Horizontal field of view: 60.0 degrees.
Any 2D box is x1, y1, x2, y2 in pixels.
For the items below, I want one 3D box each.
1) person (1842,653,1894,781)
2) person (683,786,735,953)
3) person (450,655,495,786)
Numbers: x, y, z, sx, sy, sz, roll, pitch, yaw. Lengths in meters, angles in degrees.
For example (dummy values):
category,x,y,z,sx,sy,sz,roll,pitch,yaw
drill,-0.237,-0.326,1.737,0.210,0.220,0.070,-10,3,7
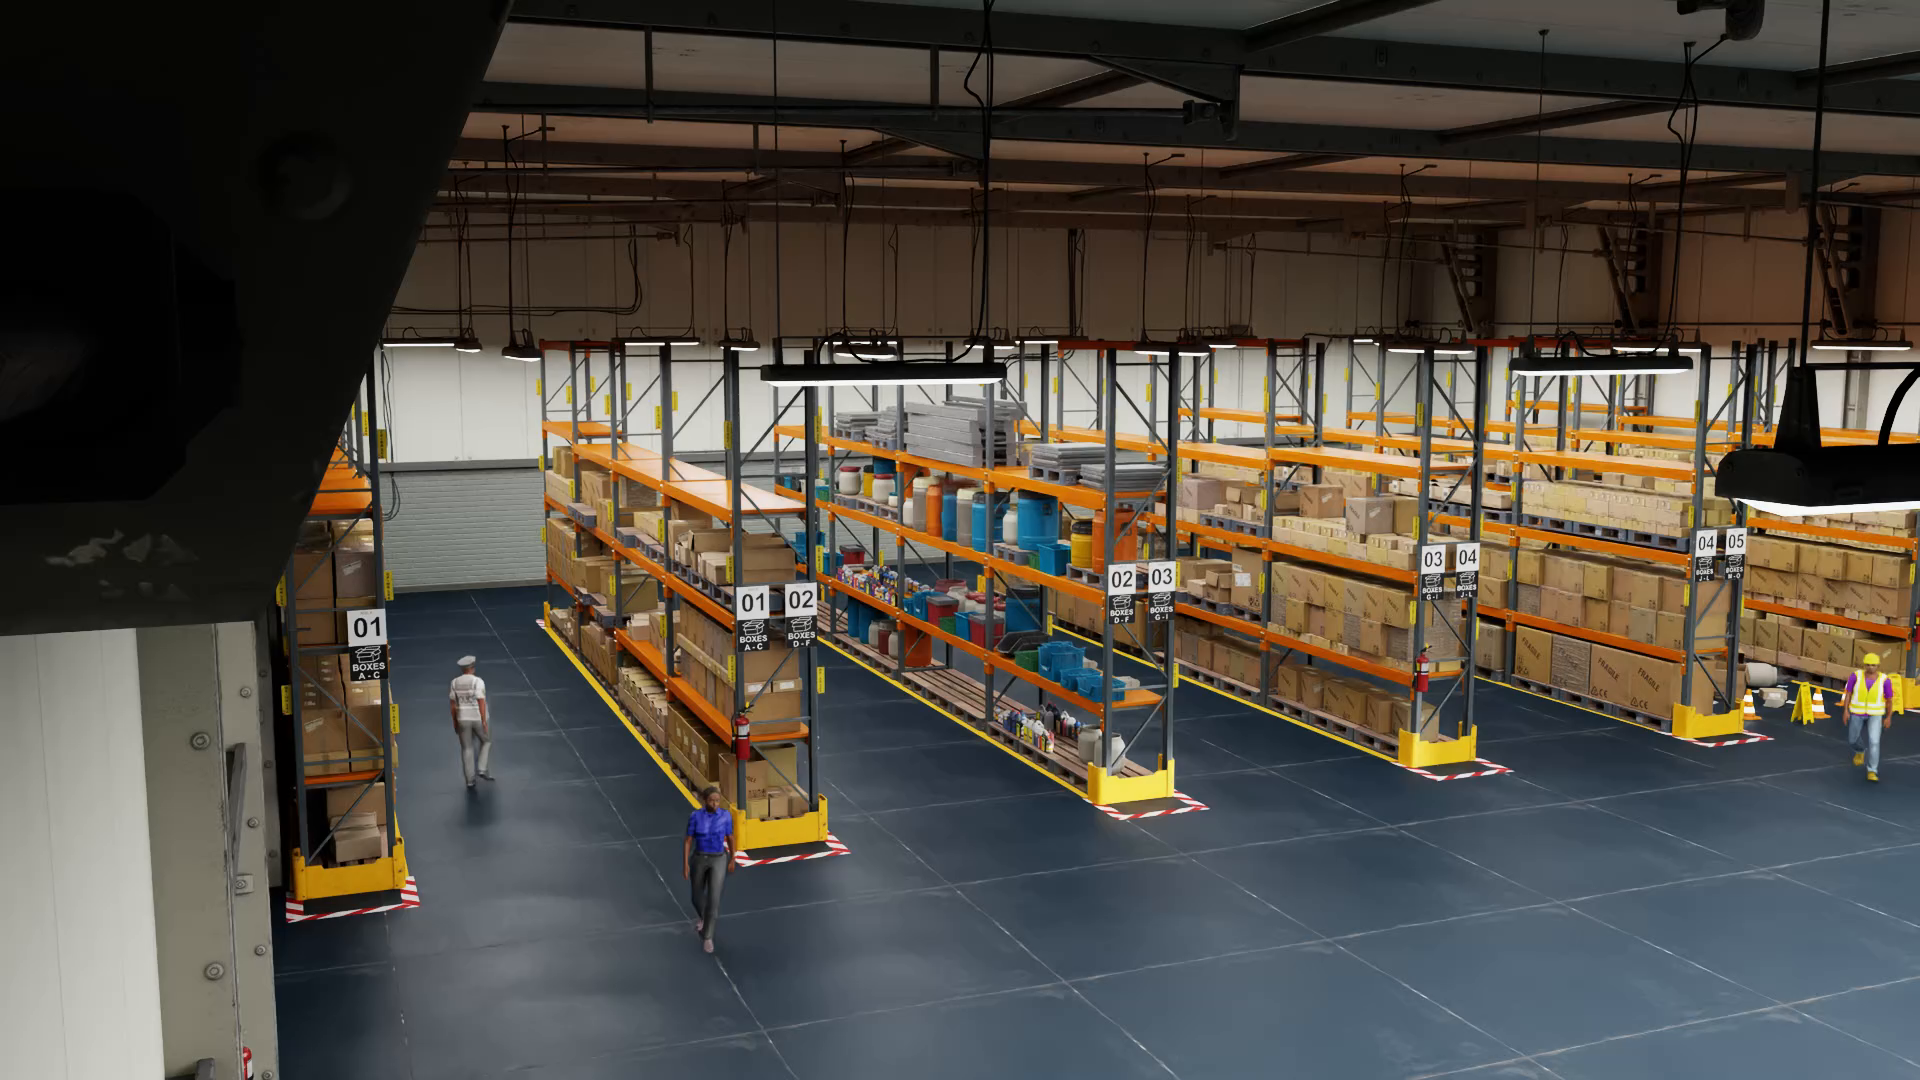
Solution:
category,x,y,z,sx,sy,sz,roll,pitch,yaw
person,12.736,2.439,23.331,0.608,1.741,0.901,5,9,32
person,-2.574,3.327,17.087,0.528,1.658,0.746,-1,7,-8
person,-6.729,2.488,22.884,0.563,1.770,0.529,-1,8,-8
